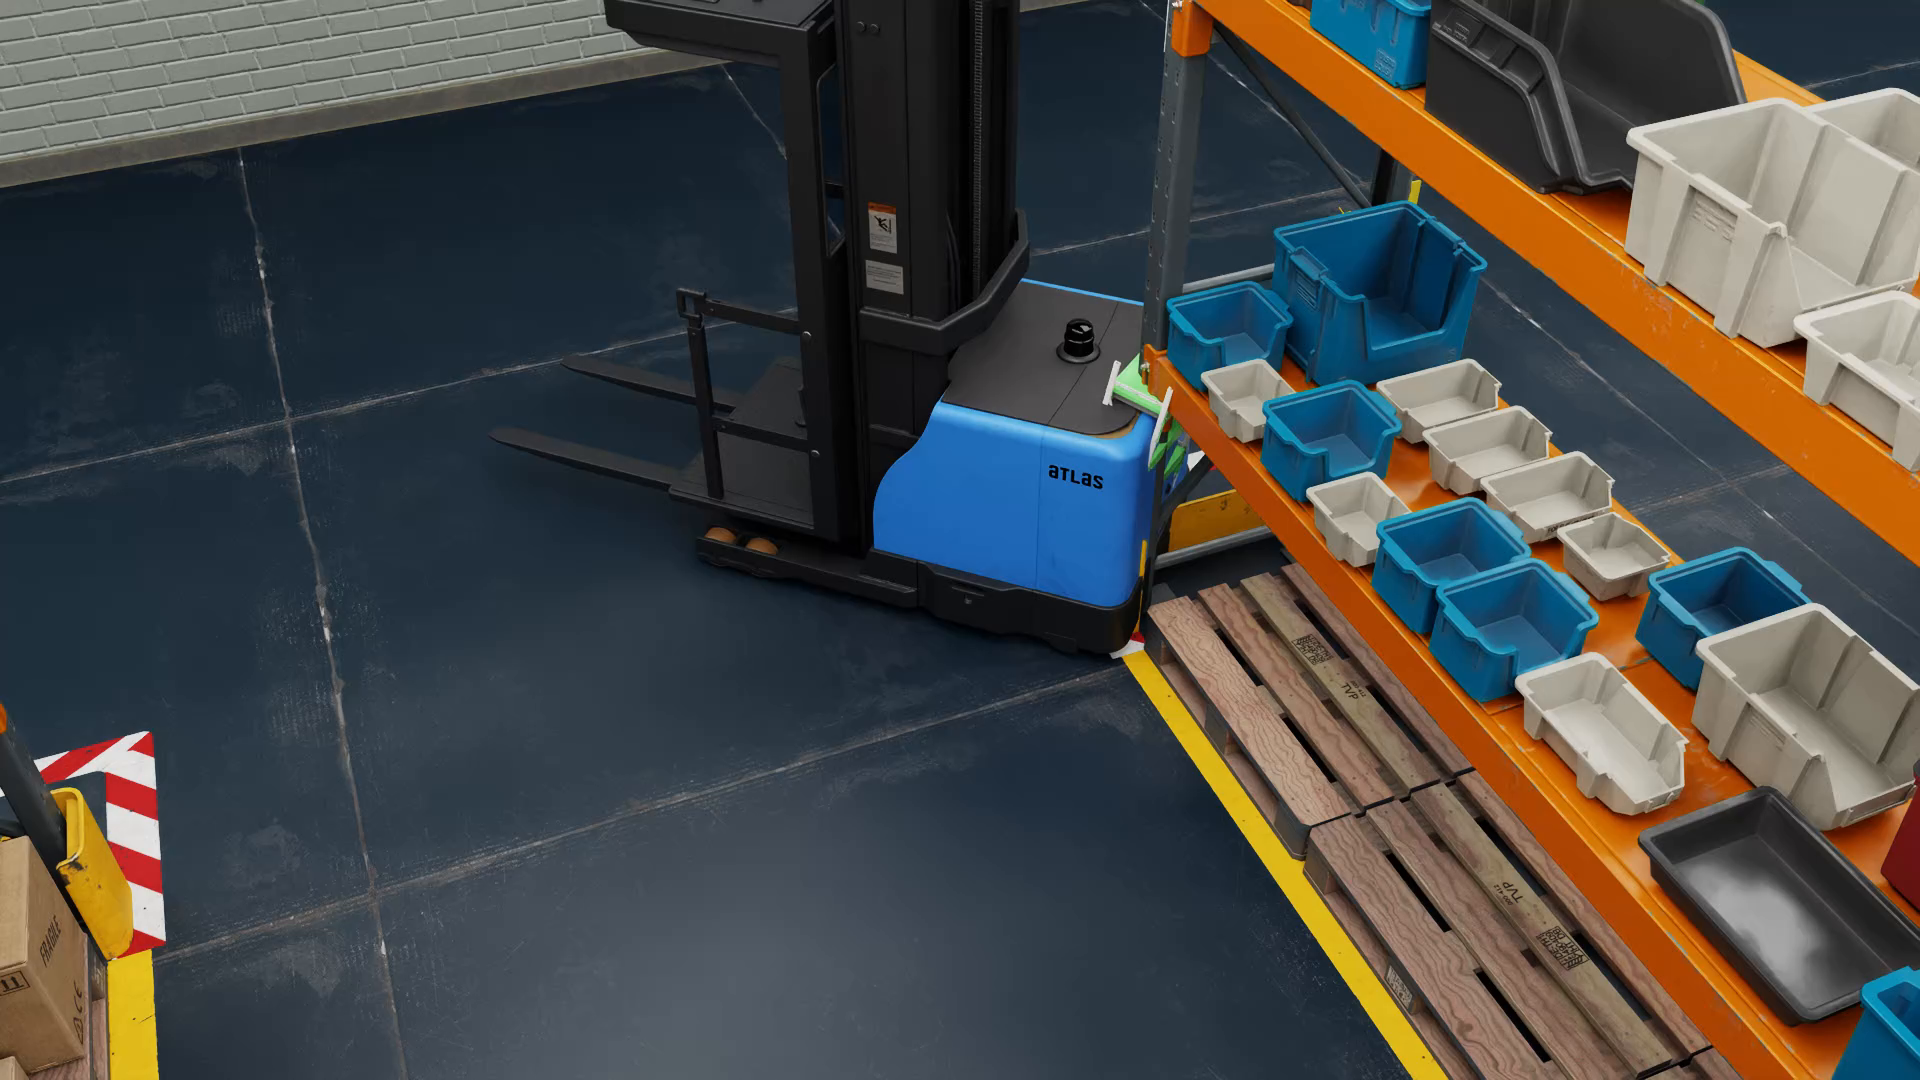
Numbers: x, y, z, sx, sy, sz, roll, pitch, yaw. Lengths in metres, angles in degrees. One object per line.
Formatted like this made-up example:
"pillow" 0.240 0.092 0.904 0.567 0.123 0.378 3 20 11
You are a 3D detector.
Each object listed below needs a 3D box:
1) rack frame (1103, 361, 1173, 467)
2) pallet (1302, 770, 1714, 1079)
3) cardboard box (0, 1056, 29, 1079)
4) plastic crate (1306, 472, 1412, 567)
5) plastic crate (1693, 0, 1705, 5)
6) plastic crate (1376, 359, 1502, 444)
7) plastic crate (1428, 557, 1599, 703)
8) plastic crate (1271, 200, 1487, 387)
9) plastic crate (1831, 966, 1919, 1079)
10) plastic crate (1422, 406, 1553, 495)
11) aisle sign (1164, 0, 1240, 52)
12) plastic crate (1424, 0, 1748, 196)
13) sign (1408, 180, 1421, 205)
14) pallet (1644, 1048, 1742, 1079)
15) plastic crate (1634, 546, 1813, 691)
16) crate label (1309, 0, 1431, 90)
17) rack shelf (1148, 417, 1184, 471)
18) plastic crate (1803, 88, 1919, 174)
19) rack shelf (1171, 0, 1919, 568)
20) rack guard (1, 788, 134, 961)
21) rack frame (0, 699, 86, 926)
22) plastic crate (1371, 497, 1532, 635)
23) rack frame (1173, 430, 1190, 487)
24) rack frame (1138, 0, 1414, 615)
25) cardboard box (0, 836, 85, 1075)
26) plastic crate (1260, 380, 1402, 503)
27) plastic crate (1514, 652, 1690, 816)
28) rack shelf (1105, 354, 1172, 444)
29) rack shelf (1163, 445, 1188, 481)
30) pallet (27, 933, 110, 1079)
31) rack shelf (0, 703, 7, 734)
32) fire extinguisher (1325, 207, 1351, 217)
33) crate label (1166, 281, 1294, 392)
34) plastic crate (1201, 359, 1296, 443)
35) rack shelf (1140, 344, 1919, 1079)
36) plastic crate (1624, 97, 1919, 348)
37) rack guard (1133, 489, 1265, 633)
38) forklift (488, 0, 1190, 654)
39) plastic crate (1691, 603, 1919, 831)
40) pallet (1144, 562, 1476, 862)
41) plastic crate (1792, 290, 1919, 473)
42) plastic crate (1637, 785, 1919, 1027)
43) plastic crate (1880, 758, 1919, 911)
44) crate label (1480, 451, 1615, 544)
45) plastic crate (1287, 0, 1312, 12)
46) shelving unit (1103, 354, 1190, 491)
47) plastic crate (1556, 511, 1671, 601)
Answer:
"rack frame" 0.567 -0.167 6.410 0.240 1.200 0.015 28 45 16
"pallet" 1.890 1.319 5.554 1.003 0.211 1.213 -15 43 -17
"cardboard box" -2.923 1.695 4.814 0.380 0.166 0.250 -15 43 -17
"plastic crate" 1.244 -0.048 5.161 0.250 0.136 0.298 -15 43 -17
"plastic crate" 1.789 -1.513 4.570 0.450 0.188 0.336 -15 43 -17
"plastic crate" 1.627 -0.455 5.635 0.396 0.136 0.243 -15 43 -17
"plastic crate" 1.556 0.267 4.721 0.416 0.233 0.300 -15 43 -17
"plastic crate" 1.448 -0.860 5.876 0.616 0.435 0.499 -15 43 -17
"plastic crate" 2.184 1.218 3.499 0.392 0.384 0.575 -15 43 -17
"plastic crate" 1.724 -0.277 5.428 0.396 0.136 0.243 -15 43 -17
"aisle sign" 0.845 -1.933 5.204 0.394 0.787 0.004 -15 43 -17
"plastic crate" 1.478 -1.103 3.980 0.504 0.338 0.767 -15 43 -17
"sign" 1.649 -1.187 6.205 0.100 0.325 0.005 -15 43 -17
"pallet" 2.361 2.055 4.698 1.003 0.211 1.213 -15 43 -17
"plastic crate" 2.170 0.235 4.758 0.416 0.233 0.300 -15 43 -17
"crate label" 1.202 -1.423 4.418 0.408 0.251 0.502 -15 43 -17
"rack shelf" 0.719 -0.423 6.454 0.258 0.148 0.480 28 45 16
"plastic crate" 2.167 -0.833 3.820 0.437 0.136 0.530 -15 43 -17
"rack shelf" 1.913 -0.638 3.943 1.077 0.370 4.000 -15 43 -17
"rack guard" -3.401 1.249 5.415 1.175 0.500 0.348 -15 43 -17
"rack frame" -3.430 0.255 4.653 1.000 3.000 0.127 -15 43 -17
"plastic crate" 1.441 0.086 4.931 0.416 0.233 0.300 -15 43 -17
"rack frame" 0.813 -0.430 6.740 0.240 1.200 0.015 28 45 16
"rack frame" 1.147 -0.978 6.087 1.000 3.000 0.127 -15 43 -17
"cardboard box" -2.995 1.302 5.015 0.500 0.500 0.500 -15 43 -17
"plastic crate" 1.190 -0.310 5.393 0.416 0.233 0.300 -15 43 -17
"plastic crate" 1.734 0.534 4.484 0.293 0.136 0.466 -15 43 -17
"rack shelf" 0.758 -0.593 6.289 0.258 0.148 0.480 28 45 16
"rack shelf" 0.680 -0.253 6.619 0.258 0.148 0.480 28 45 16
"pallet" -3.095 1.838 4.951 1.003 0.211 1.213 -15 43 -17
"rack shelf" -2.665 1.733 3.486 1.077 0.370 4.000 -15 43 -17
"fire extinguisher" 1.510 -1.012 6.472 0.296 0.674 0.183 -15 43 -17
"crate label" 0.938 -0.707 5.854 0.416 0.233 0.303 -15 43 -17
"plastic crate" 0.984 -0.456 5.636 0.250 0.136 0.298 -15 43 -17
"rack shelf" 1.913 0.499 4.921 1.077 0.370 4.000 -15 43 -17
"plastic crate" 1.710 -0.659 3.506 0.437 0.282 0.530 -15 43 -17
"rack guard" 1.126 -0.042 6.915 1.175 0.500 0.348 -15 43 -17
"forklift" -0.586 -1.259 6.466 3.031 2.935 1.130 14 43 16
"plastic crate" 2.264 0.487 4.427 0.437 0.282 0.530 -15 43 -17
"pallet" 1.427 0.585 6.407 1.003 0.211 1.213 -15 43 -17
"plastic crate" 1.840 -0.277 3.174 0.293 0.136 0.466 -15 43 -17
"plastic crate" 2.001 0.905 4.061 0.437 0.125 0.590 -15 43 -17
"plastic crate" 2.568 0.784 3.943 0.402 0.464 0.583 -15 43 -17
"crate label" 1.853 -0.115 5.240 0.396 0.136 0.243 -15 43 -17
"plastic crate" 1.037 -1.765 4.801 0.497 0.269 0.590 -15 43 -17
"shelving unit" 0.690 -0.298 6.575 0.258 1.200 0.503 28 45 16
"plastic crate" 1.984 0.058 5.038 0.298 0.136 0.250 -15 43 -17
